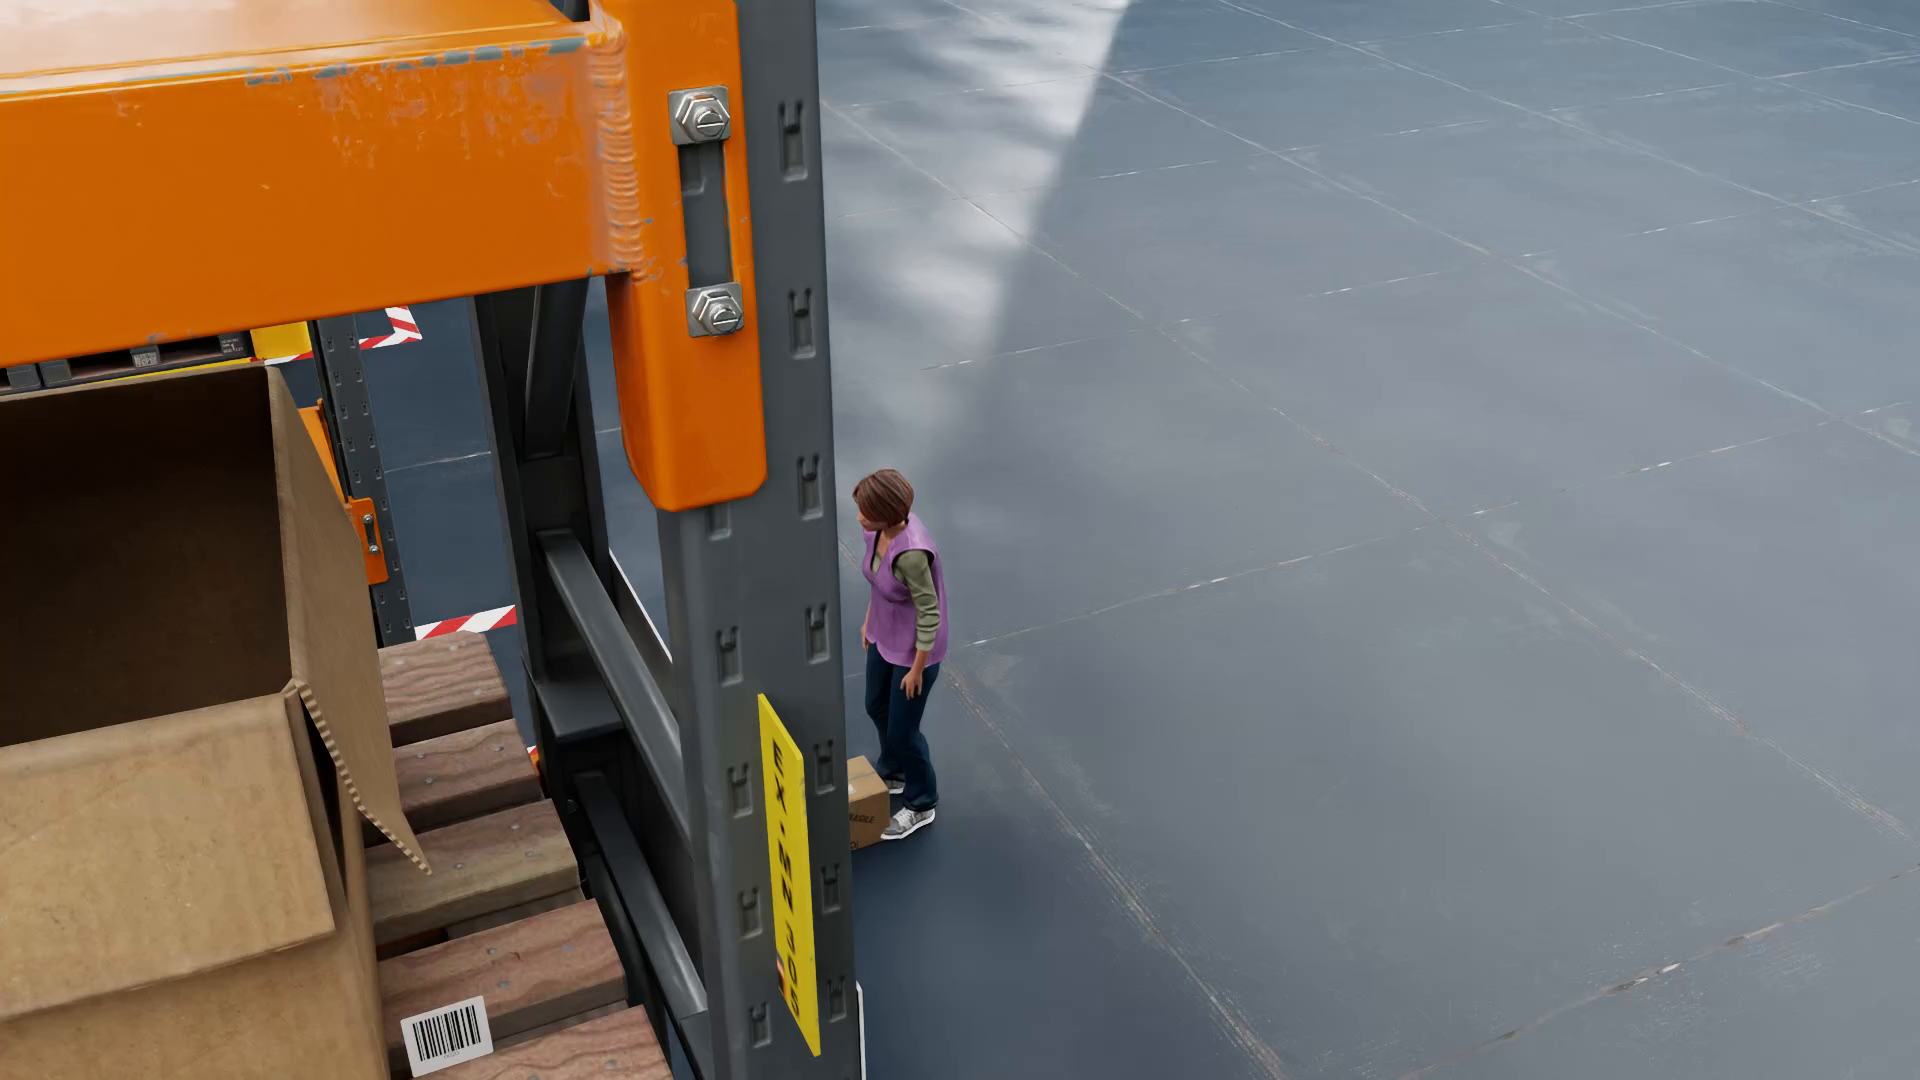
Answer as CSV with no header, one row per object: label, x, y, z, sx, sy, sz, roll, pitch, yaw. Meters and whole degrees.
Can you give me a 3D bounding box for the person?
person,-0.233,0.422,6.406,0.343,1.591,0.464,-15,33,-24
